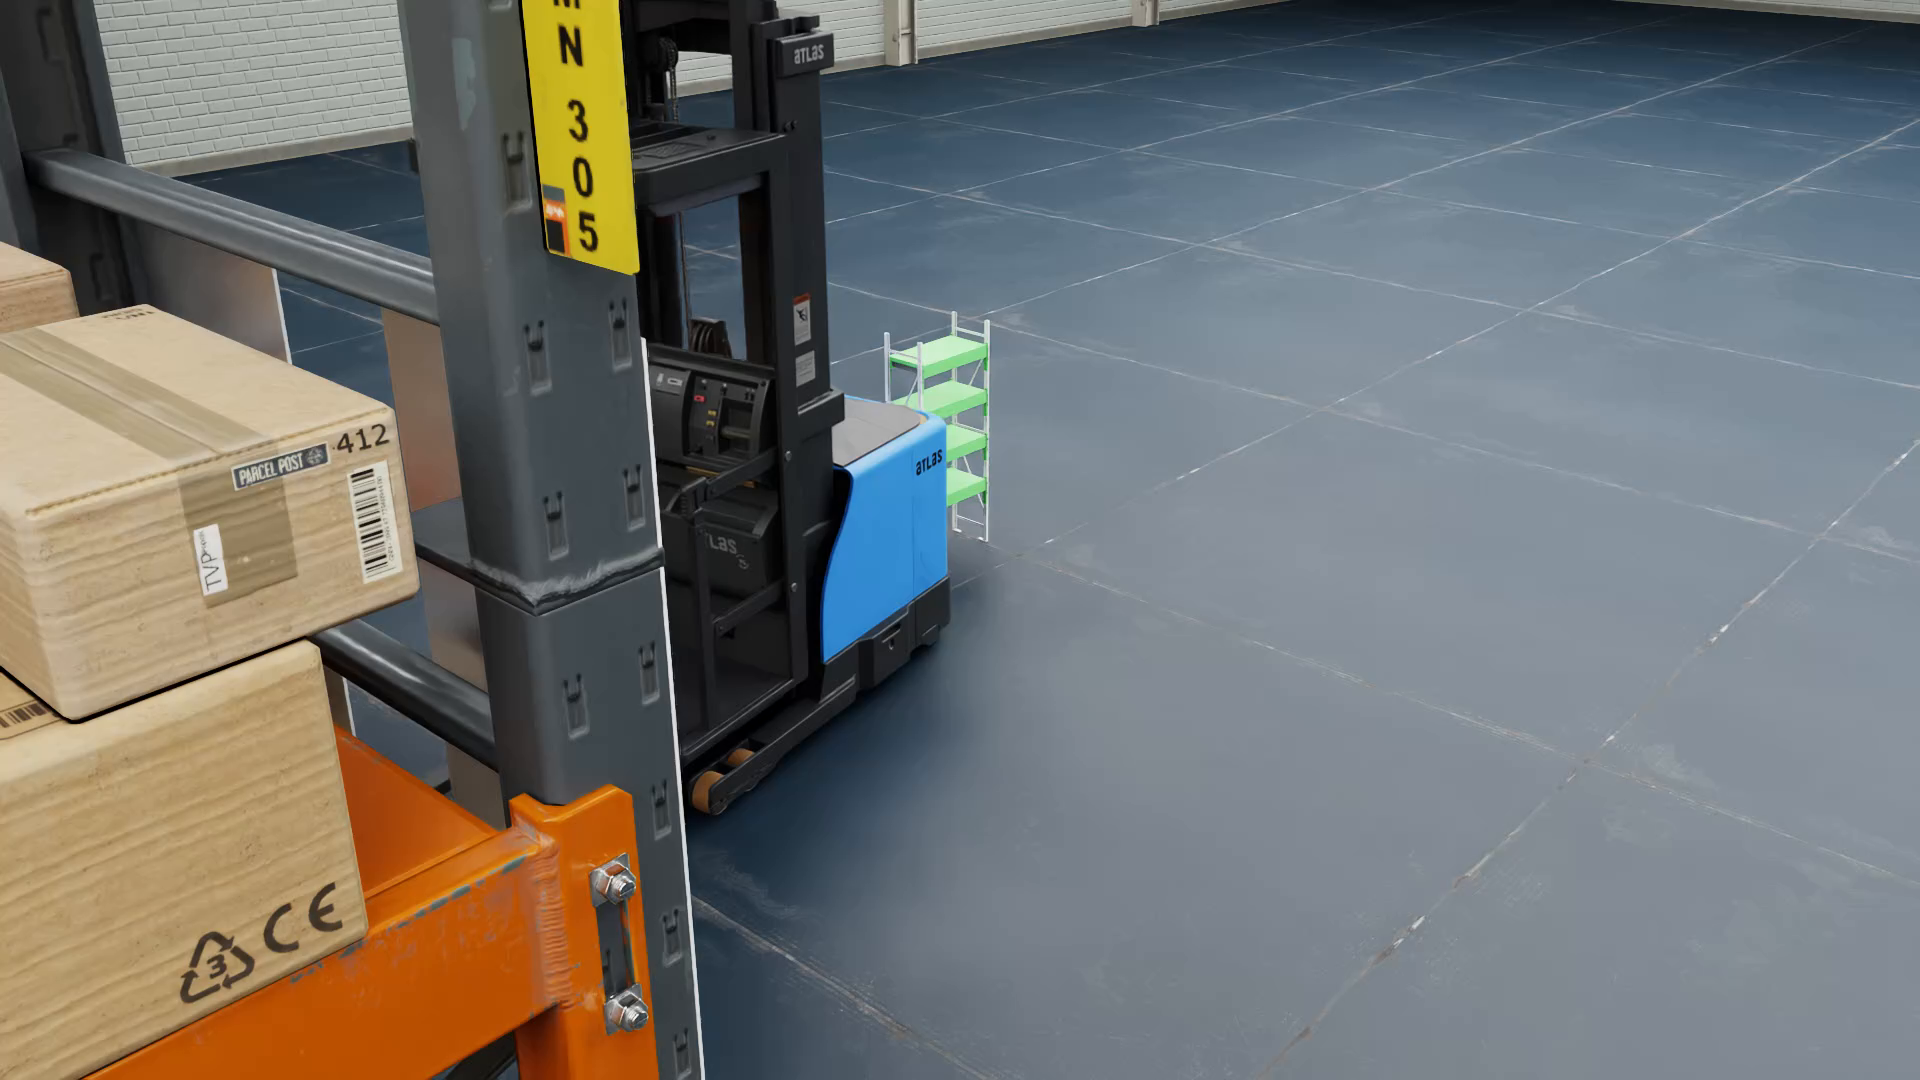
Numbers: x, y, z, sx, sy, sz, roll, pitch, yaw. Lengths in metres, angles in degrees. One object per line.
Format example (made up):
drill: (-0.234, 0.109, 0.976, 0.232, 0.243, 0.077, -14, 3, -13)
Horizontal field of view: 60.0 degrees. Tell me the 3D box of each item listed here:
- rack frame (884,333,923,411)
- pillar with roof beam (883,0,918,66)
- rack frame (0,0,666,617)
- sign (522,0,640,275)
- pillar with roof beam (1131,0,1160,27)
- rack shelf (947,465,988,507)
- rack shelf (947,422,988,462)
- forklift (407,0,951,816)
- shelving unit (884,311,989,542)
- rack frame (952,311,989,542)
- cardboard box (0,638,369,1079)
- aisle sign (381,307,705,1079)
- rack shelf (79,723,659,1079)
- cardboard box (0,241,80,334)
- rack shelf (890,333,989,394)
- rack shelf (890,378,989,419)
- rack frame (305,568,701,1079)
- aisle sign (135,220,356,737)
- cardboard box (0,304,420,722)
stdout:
rack frame: (-0.273, -0.423, 8.226, 0.240, 1.200, 0.015, 20, 31, 38)
pillar with roof beam: (2.347, -9.868, 19.759, 9.100, 9.000, 0.400, 20, 31, 38)
rack frame: (-0.657, -1.465, 1.018, 1.000, 3.000, 0.127, 20, 31, 38)
sign: (-0.257, -0.343, 1.099, 0.100, 0.325, 0.005, 20, 31, 38)
pillar with roof beam: (6.352, -11.696, 23.836, 9.100, 9.000, 0.400, 20, 31, 38)
rack shelf: (-0.110, -0.220, 8.516, 0.258, 0.148, 0.480, 20, 31, 38)
rack shelf: (-0.110, -0.439, 8.418, 0.258, 0.148, 0.480, 20, 31, 38)
forklift: (-1.232, -0.496, 6.274, 1.130, 2.935, 3.031, 14, 28, 28)
shelving unit: (-0.110, -0.497, 8.392, 0.258, 1.200, 0.503, 20, 31, 38)
rack frame: (0.052, -0.571, 8.558, 0.240, 1.200, 0.015, 20, 31, 38)
cardboard box: (-0.790, 0.188, 1.180, 0.500, 0.250, 0.500, 21, 32, 39)
aisle sign: (-0.393, 0.149, 1.573, 0.394, 0.787, 0.004, 20, 31, 38)
rack shelf: (-1.992, 0.841, 0.420, 1.077, 0.370, 4.000, 20, 31, 38)
cardboard box: (-1.013, -0.189, 1.535, 0.380, 0.149, 0.250, 20, 31, 37)
rack shelf: (-0.110, -0.877, 8.222, 0.258, 0.148, 0.480, 20, 31, 38)
rack shelf: (-0.110, -0.658, 8.320, 0.258, 0.148, 0.480, 20, 31, 38)
rack frame: (-0.657, 1.272, 2.246, 1.000, 3.000, 0.127, 20, 31, 38)
aisle sign: (-0.839, -0.015, 1.939, 0.394, 0.787, 0.004, 20, 31, 38)
cardboard box: (-0.610, -0.040, 1.202, 0.380, 0.149, 0.250, 20, 31, 38)
